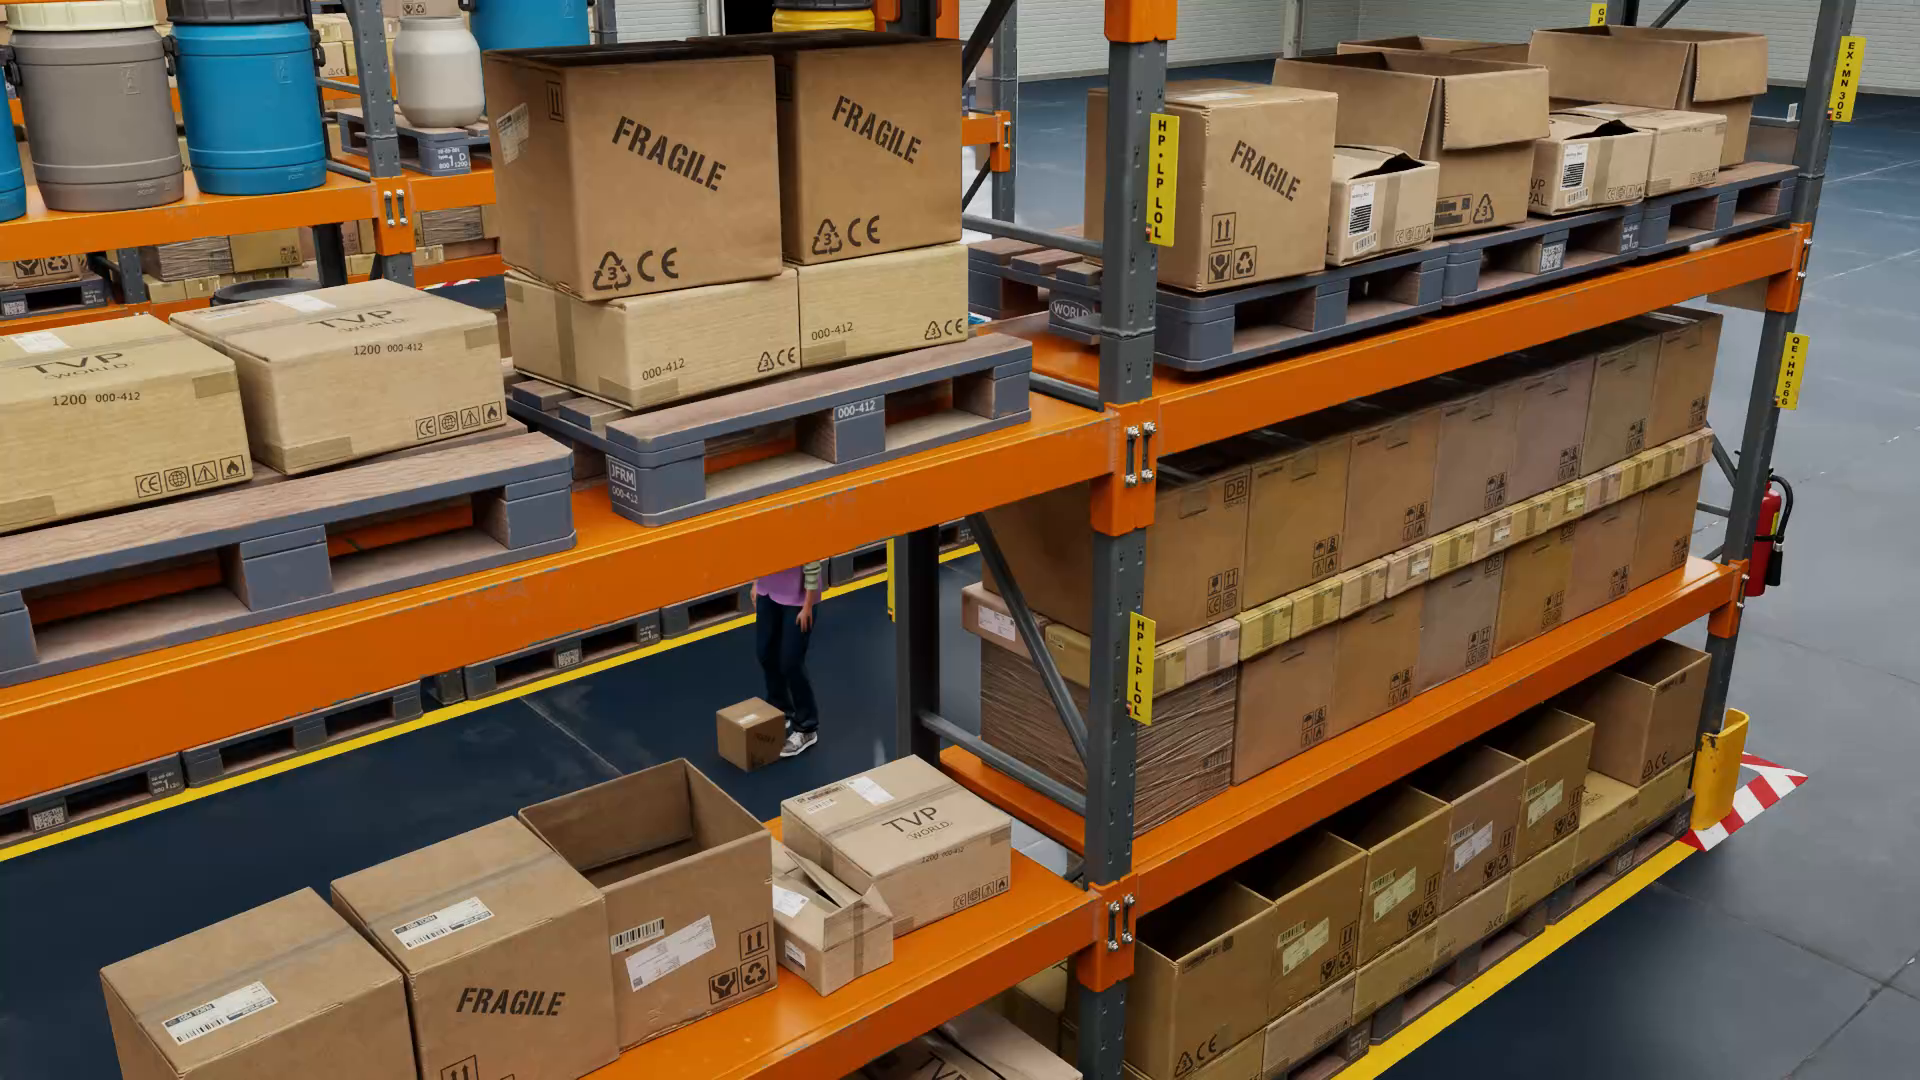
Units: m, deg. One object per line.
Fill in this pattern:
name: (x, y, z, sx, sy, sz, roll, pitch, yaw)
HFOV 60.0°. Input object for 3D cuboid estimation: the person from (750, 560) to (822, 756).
person: (-0.883, 0.299, 8.332, 0.348, 1.592, 0.471, -19, 28, -40)
